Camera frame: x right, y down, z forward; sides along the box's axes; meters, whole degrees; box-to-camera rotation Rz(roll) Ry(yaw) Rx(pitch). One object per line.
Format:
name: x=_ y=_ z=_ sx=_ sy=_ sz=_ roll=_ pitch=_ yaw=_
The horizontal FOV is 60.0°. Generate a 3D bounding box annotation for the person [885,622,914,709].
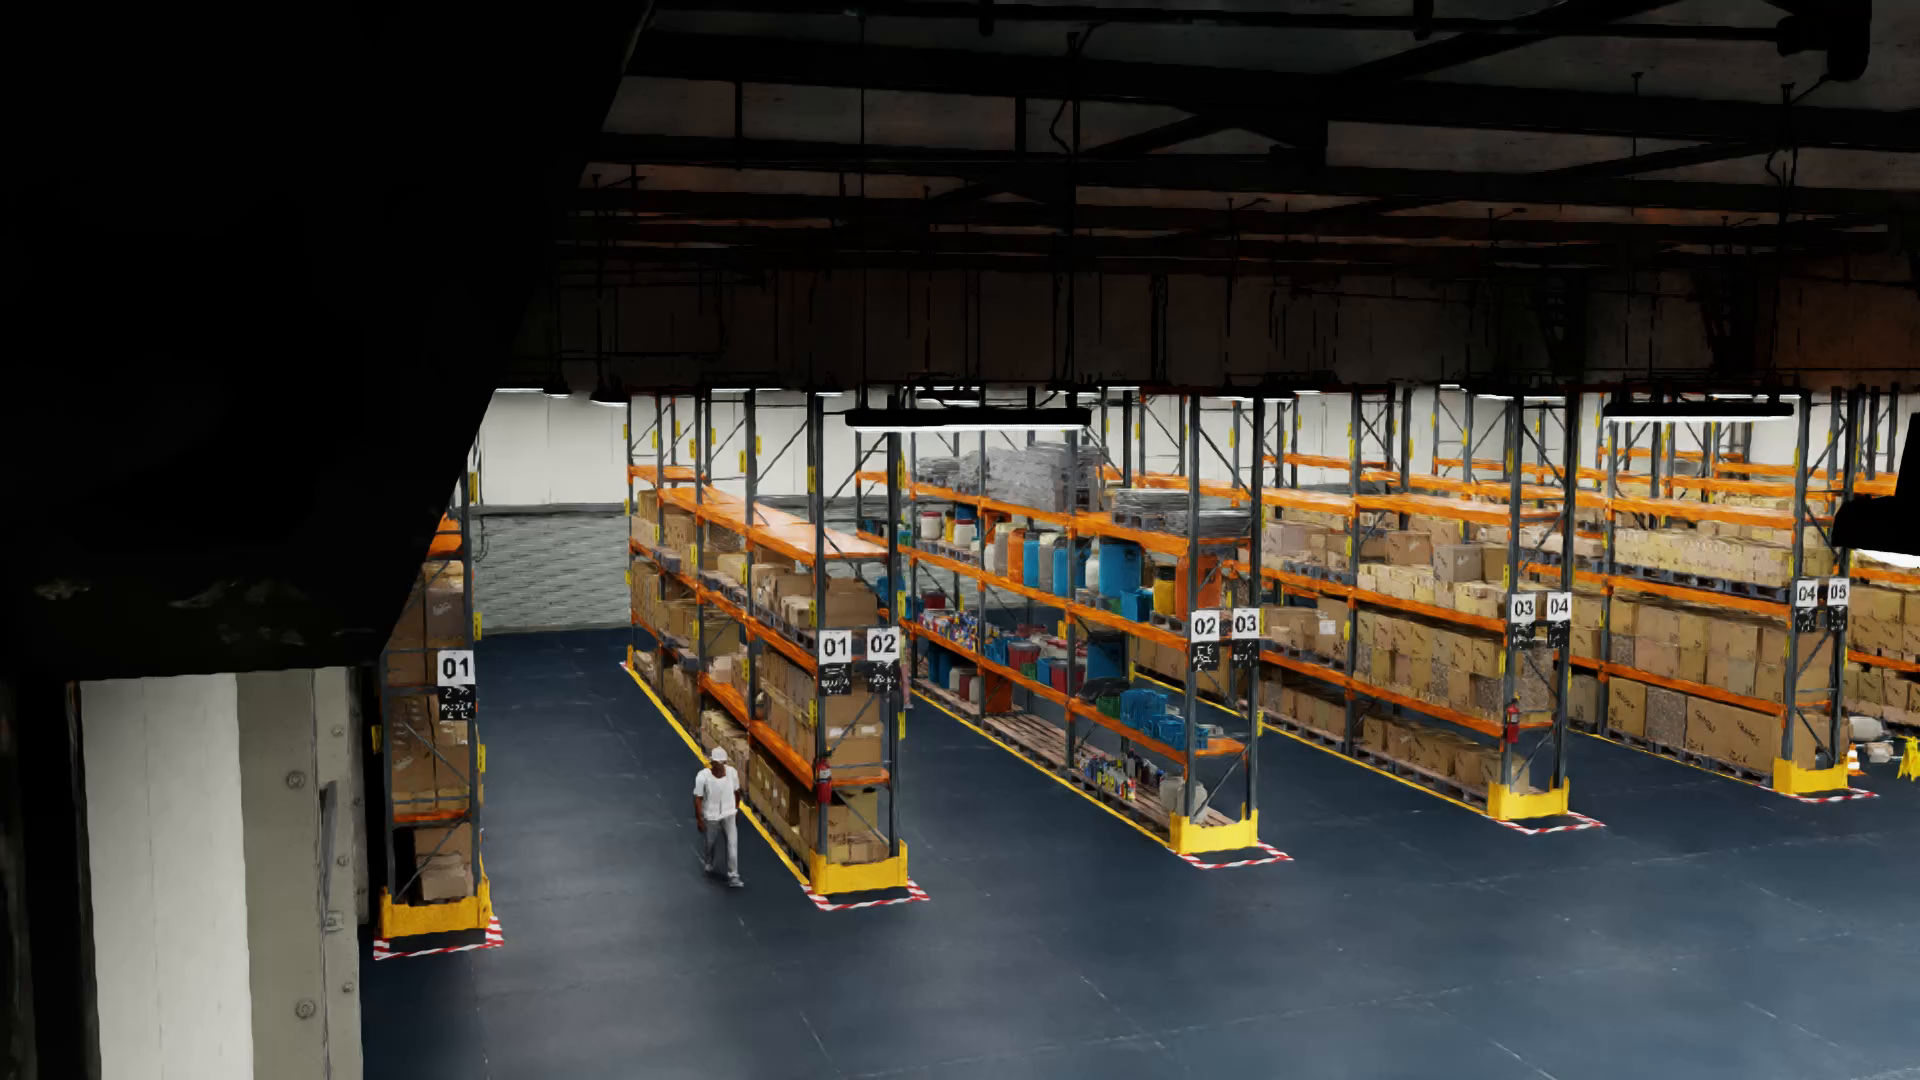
person: x=-1.190 y=2.320 z=31.062 sx=0.448 sy=1.588 sz=1.109 roll=-2 pitch=6 yaw=-16

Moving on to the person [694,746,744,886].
person: x=-2.979 y=3.370 z=20.475 sx=0.577 sy=1.687 sz=1.121 roll=-2 pitch=6 yaw=-17
